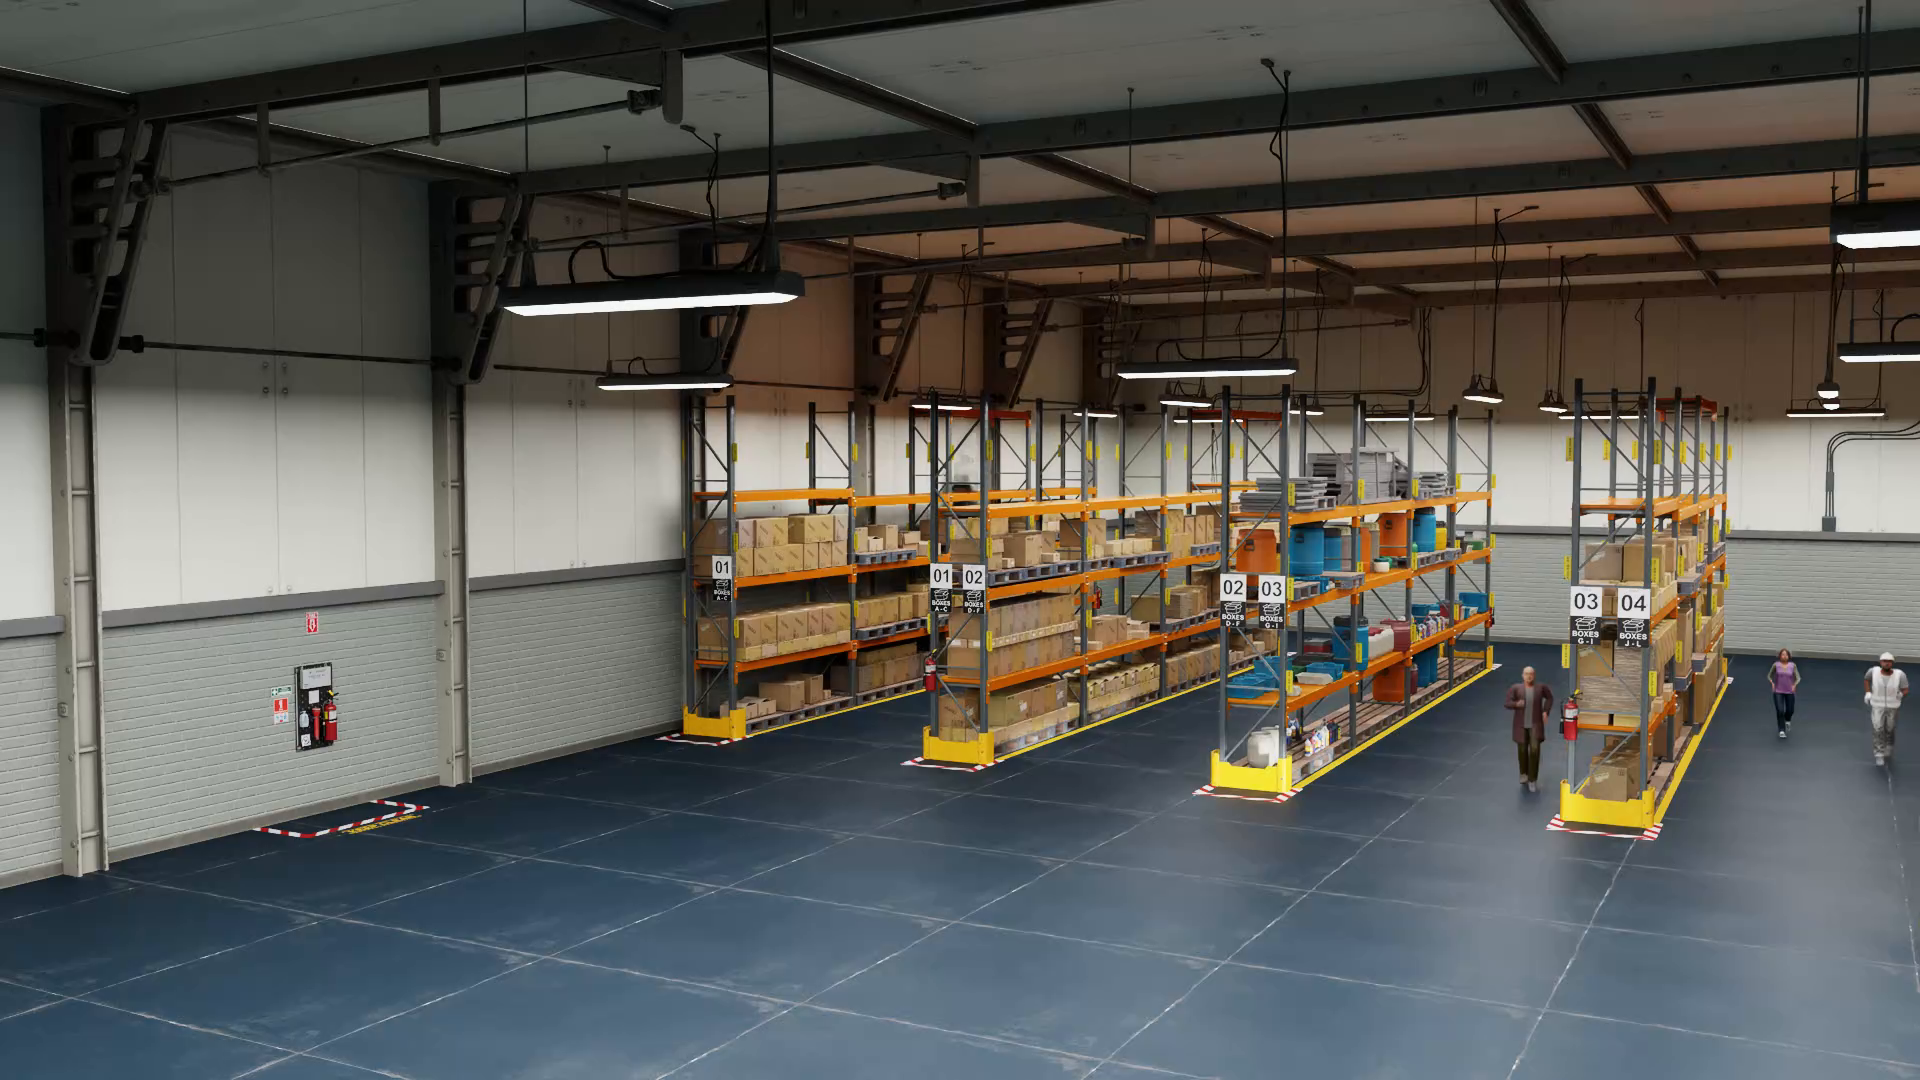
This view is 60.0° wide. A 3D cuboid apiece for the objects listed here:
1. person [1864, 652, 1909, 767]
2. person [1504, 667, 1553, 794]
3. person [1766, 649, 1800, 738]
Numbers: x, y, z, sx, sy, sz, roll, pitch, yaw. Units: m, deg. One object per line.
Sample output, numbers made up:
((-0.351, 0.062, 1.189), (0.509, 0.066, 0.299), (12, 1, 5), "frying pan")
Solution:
((14.936, 2.696, 26.820), (0.625, 1.797, 0.982), (1, 3, 26), "person")
((8.462, 2.797, 24.764), (0.685, 1.831, 0.831), (1, 3, 21), "person")
((14.485, 2.685, 29.267), (0.534, 1.547, 0.566), (1, 3, 24), "person")
